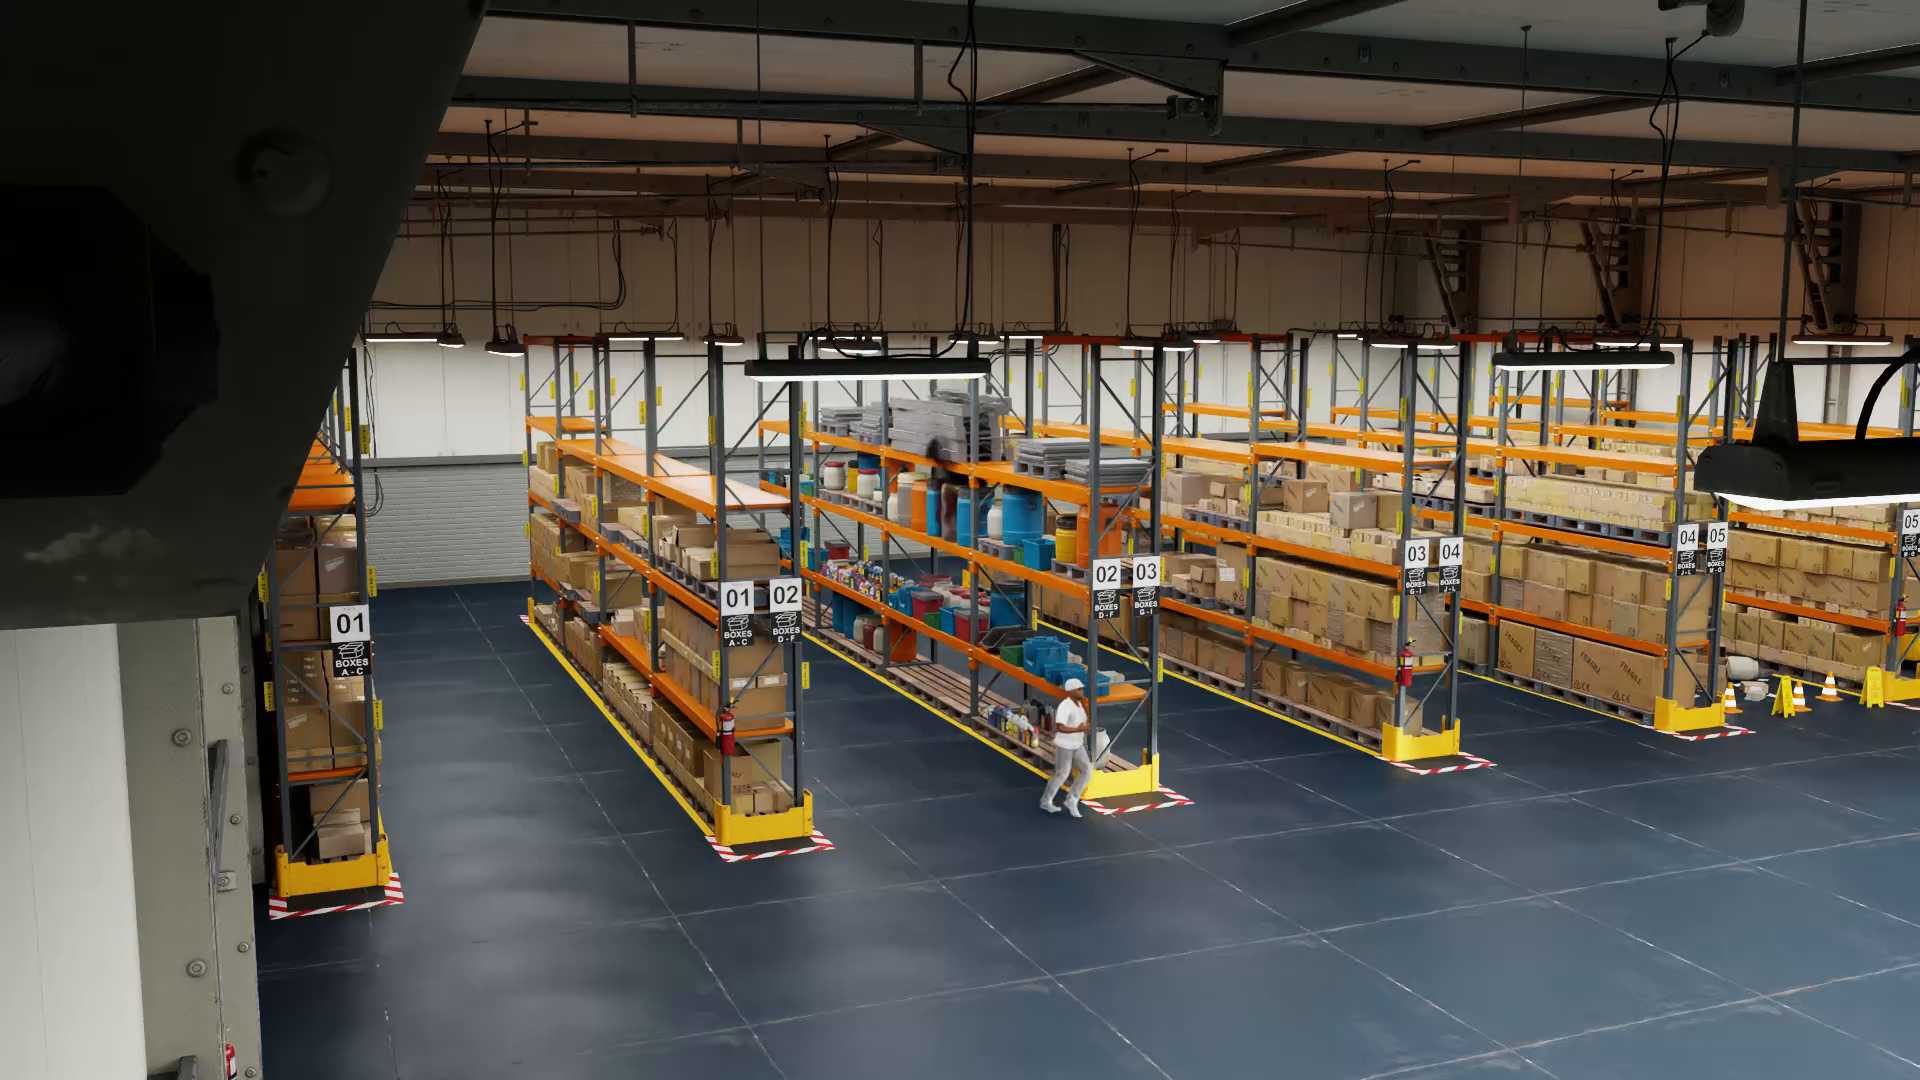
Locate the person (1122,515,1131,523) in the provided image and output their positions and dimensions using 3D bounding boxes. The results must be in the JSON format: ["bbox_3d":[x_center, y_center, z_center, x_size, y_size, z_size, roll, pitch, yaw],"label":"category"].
[{"bbox_3d":[4.075,0.125,40.966,0.676,1.568,0.726,-5,9,-31],"label":"person"}]

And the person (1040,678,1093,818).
[{"bbox_3d":[1.426,2.662,21.257,0.719,1.807,0.696,5,9,31],"label":"person"}]
